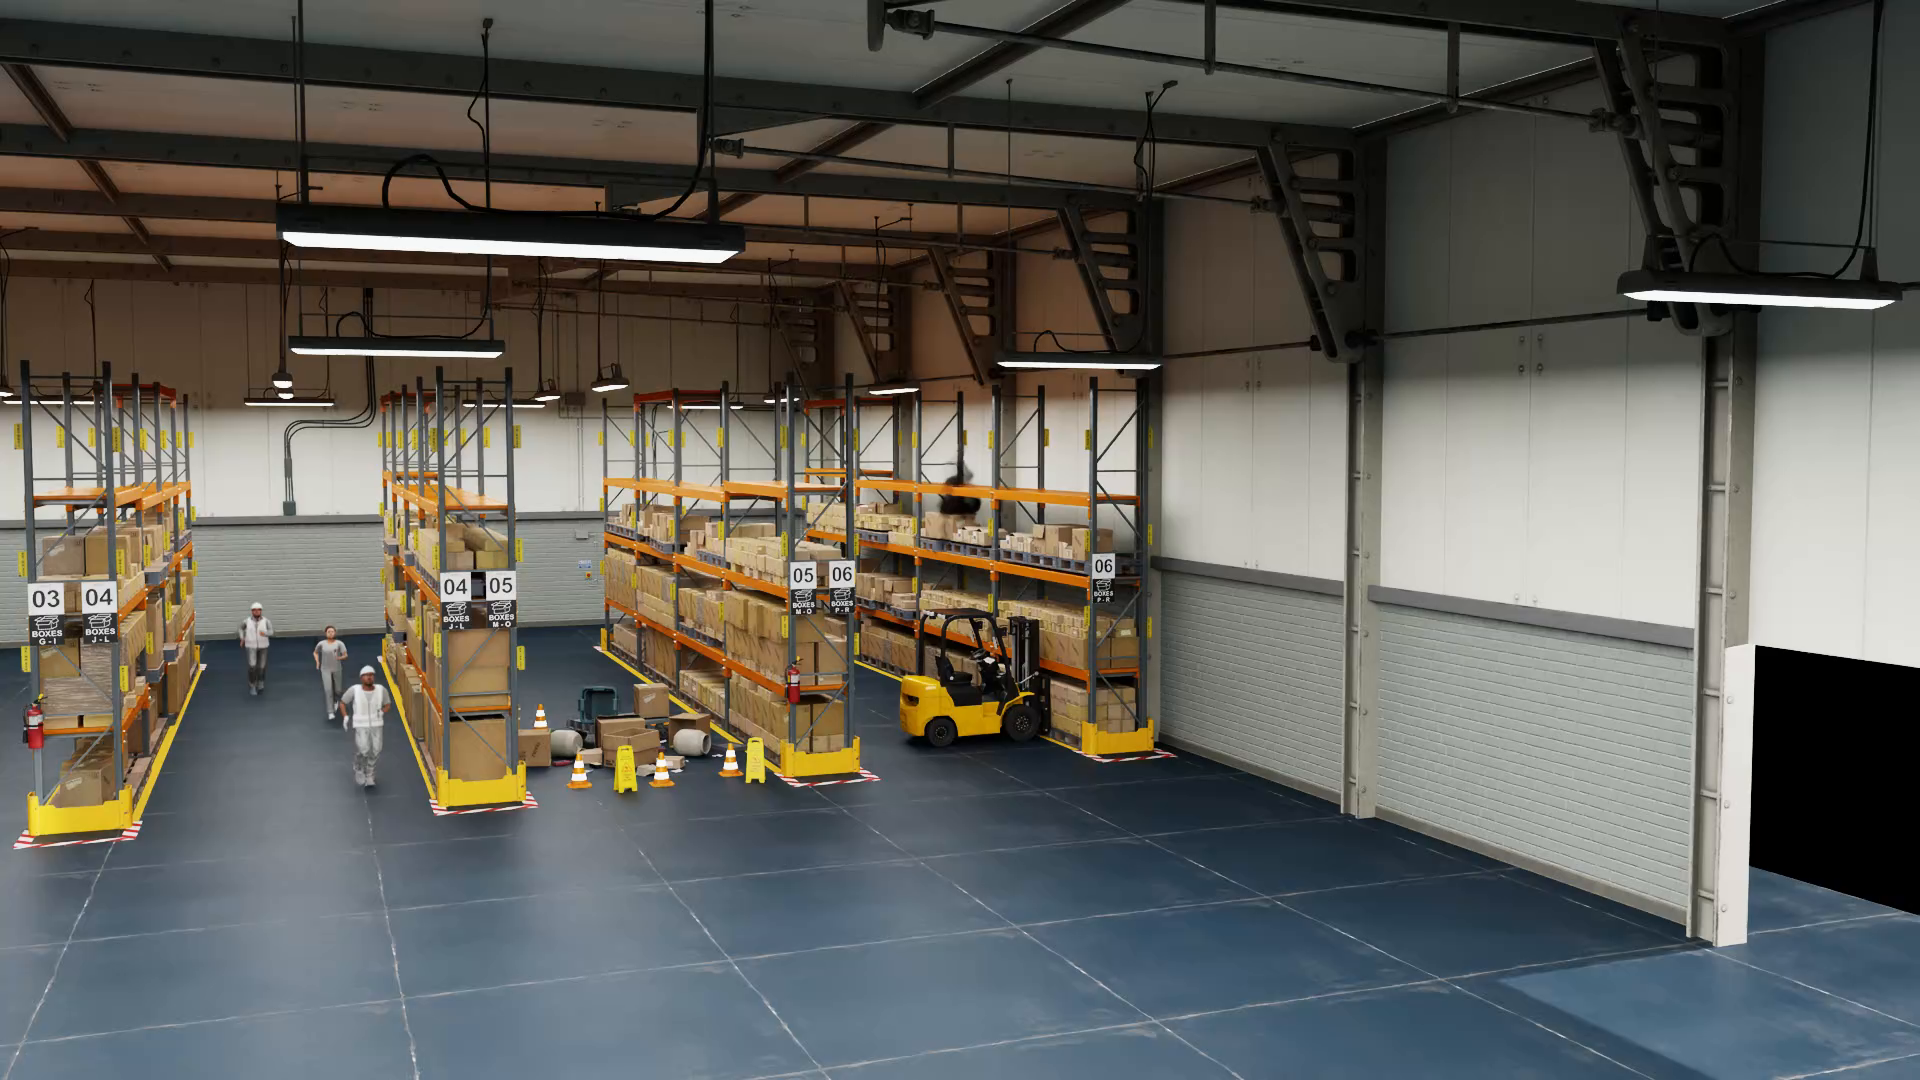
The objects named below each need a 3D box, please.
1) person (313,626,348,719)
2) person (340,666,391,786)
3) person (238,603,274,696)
[{"bbox_3d":[-11.330,2.364,29.956,0.575,1.645,0.865,-1,4,-23],"label":"person"},{"bbox_3d":[-8.478,2.679,23.831,0.668,1.738,0.634,-2,4,-33],"label":"person"},{"bbox_3d":[-13.868,2.149,32.793,0.624,1.834,0.759,-2,4,-29],"label":"person"}]
